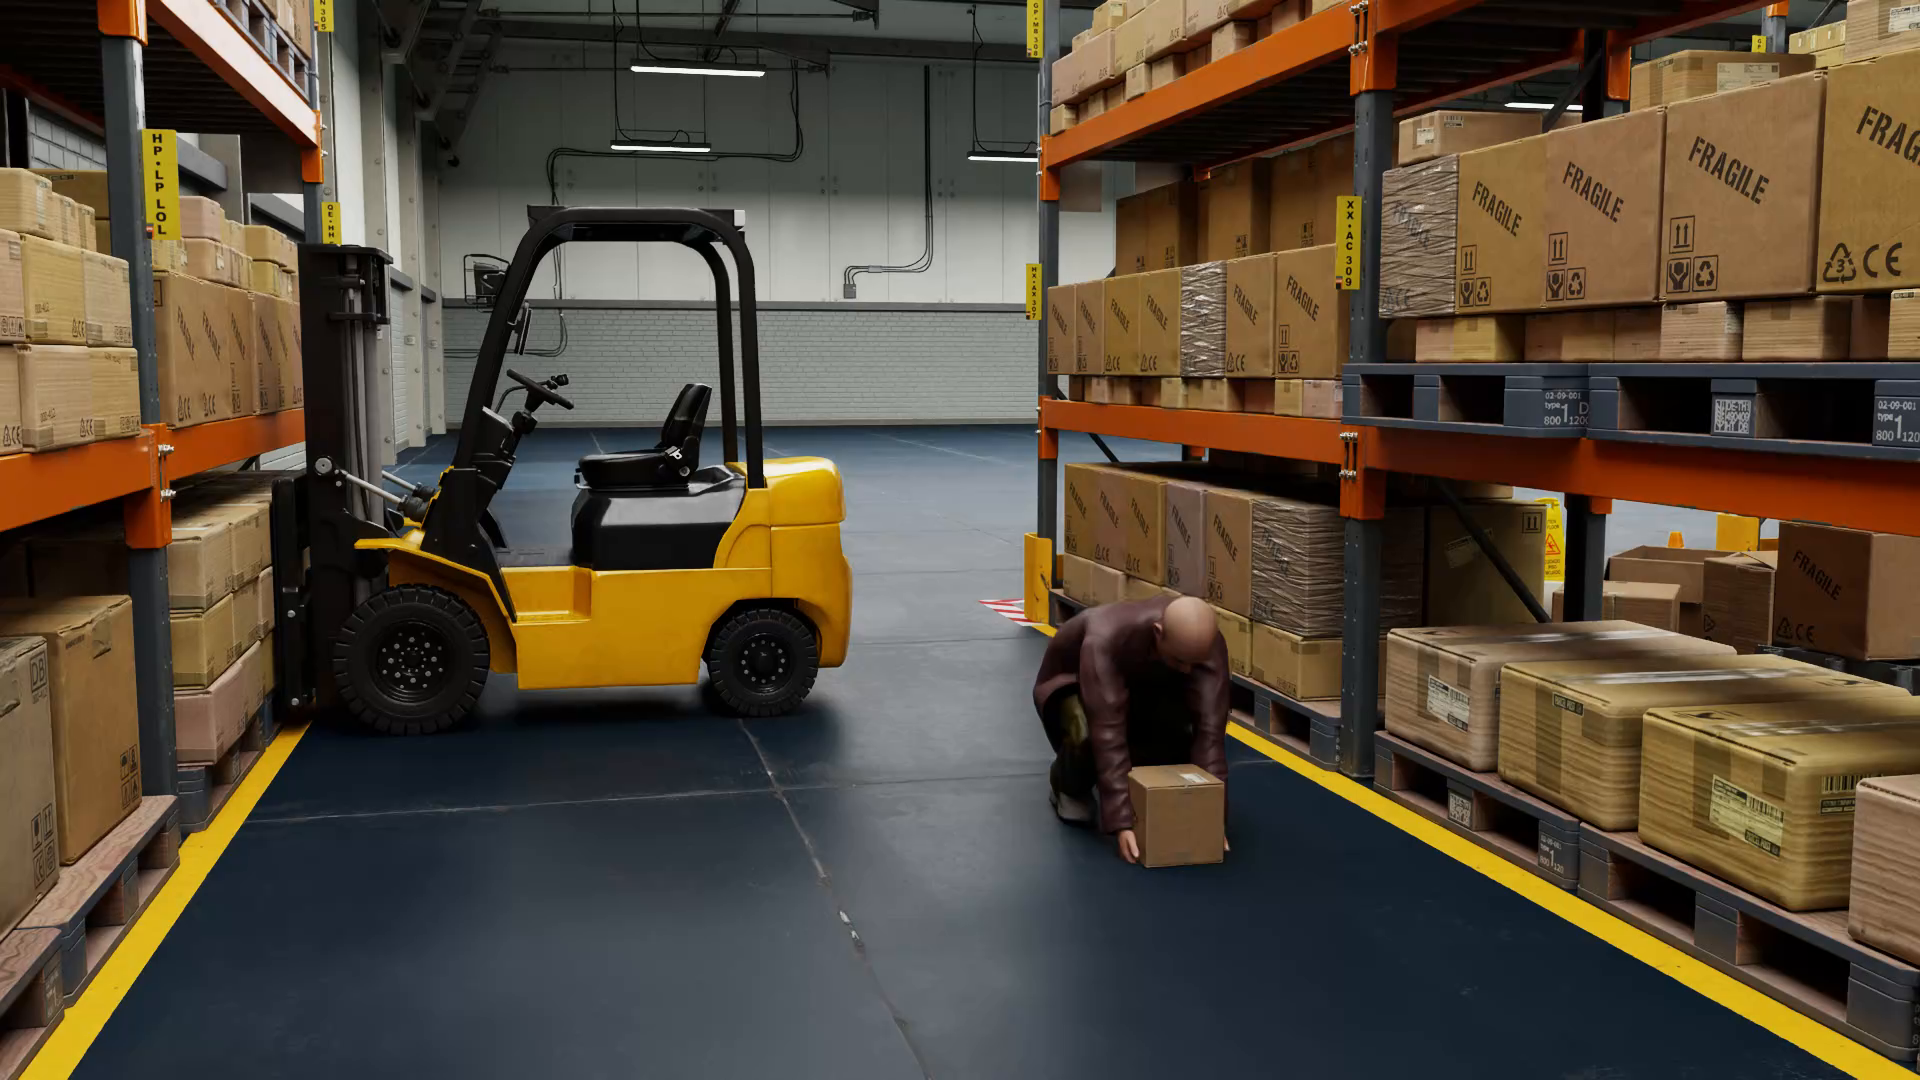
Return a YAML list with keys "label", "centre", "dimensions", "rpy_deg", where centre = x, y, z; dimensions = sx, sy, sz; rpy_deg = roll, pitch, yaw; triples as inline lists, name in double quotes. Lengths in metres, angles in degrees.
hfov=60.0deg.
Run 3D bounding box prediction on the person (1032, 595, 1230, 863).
- label: "person"
  centre: [0.558, 0.590, 5.433]
  dimensions: [0.582, 0.857, 0.919]
  rpy_deg: [-2, 6, -15]
